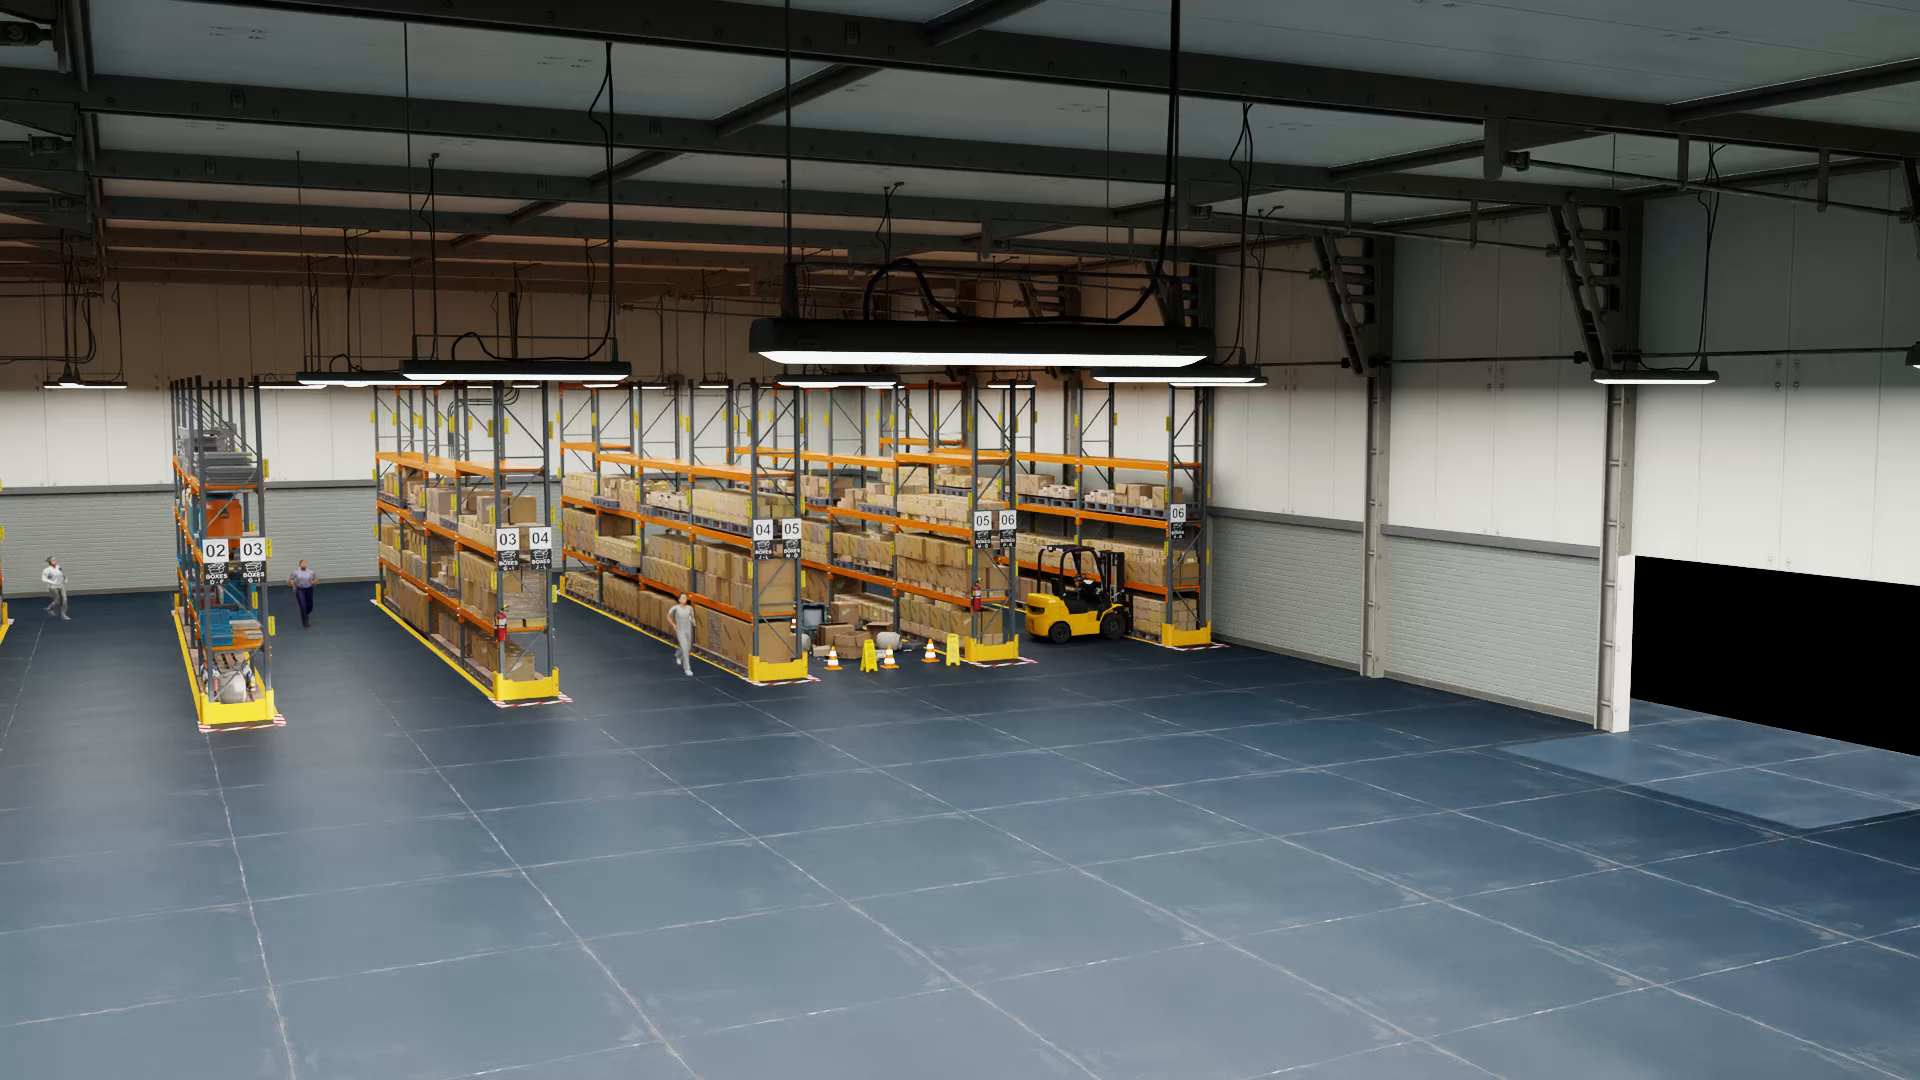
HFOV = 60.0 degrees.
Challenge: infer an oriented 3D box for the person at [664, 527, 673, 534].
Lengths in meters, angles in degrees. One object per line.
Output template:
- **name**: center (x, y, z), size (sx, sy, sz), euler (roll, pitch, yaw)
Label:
- **person**: center (-8.826, 0.368, 50.512), size (0.834, 1.770, 0.662), euler (-4, 7, -39)

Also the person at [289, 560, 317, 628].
- **person**: center (-16.034, 1.286, 40.650), size (0.616, 1.624, 0.912), euler (-4, 6, -37)

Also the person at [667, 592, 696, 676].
- **person**: center (-5.664, 1.892, 33.918), size (0.567, 1.667, 0.867), euler (-3, 6, -34)

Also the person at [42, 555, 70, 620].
- **person**: center (-22.788, 1.199, 41.839), size (0.631, 1.661, 0.658), euler (2, 5, 17)
